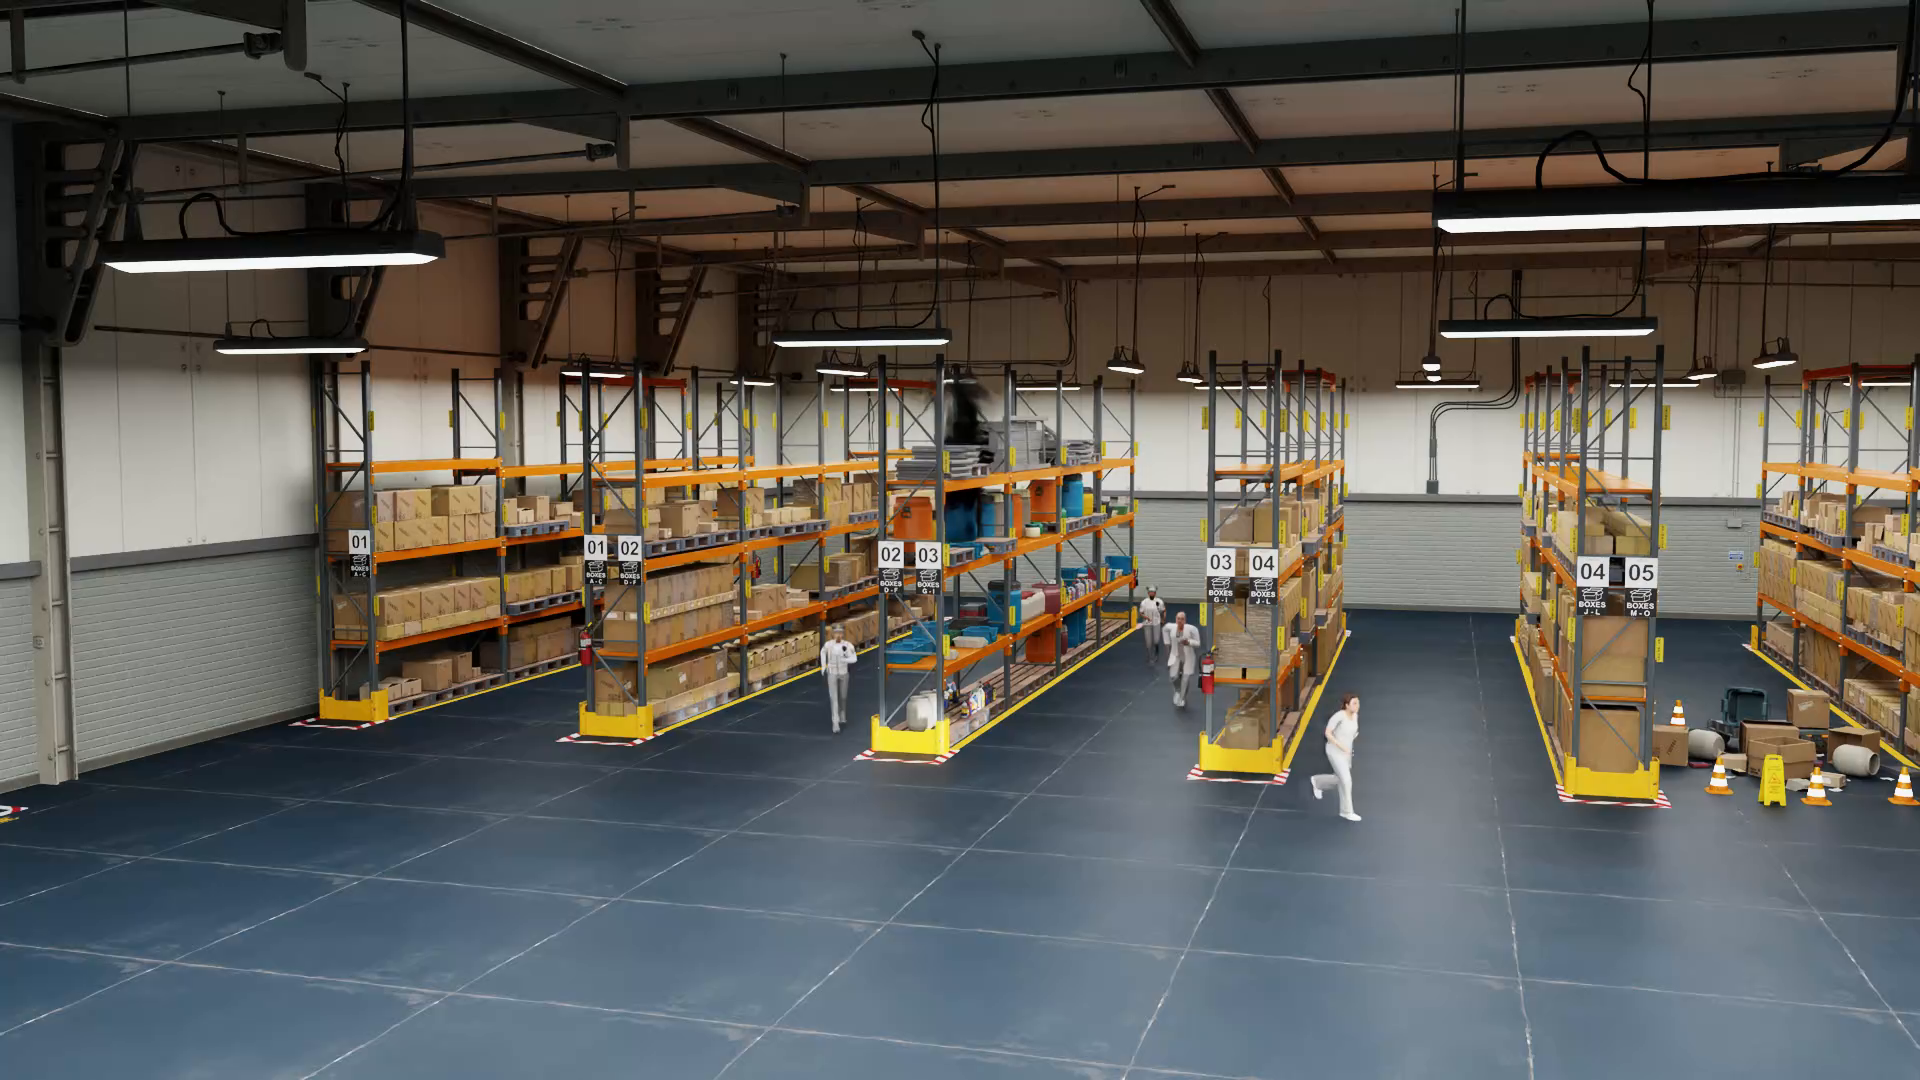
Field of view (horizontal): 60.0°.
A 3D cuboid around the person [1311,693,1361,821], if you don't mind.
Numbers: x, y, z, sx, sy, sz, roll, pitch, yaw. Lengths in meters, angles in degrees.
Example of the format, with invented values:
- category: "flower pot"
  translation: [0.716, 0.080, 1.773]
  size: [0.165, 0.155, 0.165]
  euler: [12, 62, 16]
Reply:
- category: "person"
  translation: [4.758, 2.708, 21.060]
  size: [0.538, 1.617, 0.725]
  euler: [-3, 5, -32]

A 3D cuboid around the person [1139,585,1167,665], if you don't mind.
- category: "person"
  translation: [3.939, 1.753, 33.952]
  size: [0.562, 1.650, 0.562]
  euler: [0, 4, 6]

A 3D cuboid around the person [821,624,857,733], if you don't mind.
- category: "person"
  translation: [-1.967, 2.209, 27.027]
  size: [0.591, 1.721, 0.885]
  euler: [0, 4, -4]

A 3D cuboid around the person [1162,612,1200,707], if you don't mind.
- category: "person"
  translation: [3.823, 2.079, 28.821]
  size: [0.691, 1.704, 0.914]
  euler: [1, 4, 13]
